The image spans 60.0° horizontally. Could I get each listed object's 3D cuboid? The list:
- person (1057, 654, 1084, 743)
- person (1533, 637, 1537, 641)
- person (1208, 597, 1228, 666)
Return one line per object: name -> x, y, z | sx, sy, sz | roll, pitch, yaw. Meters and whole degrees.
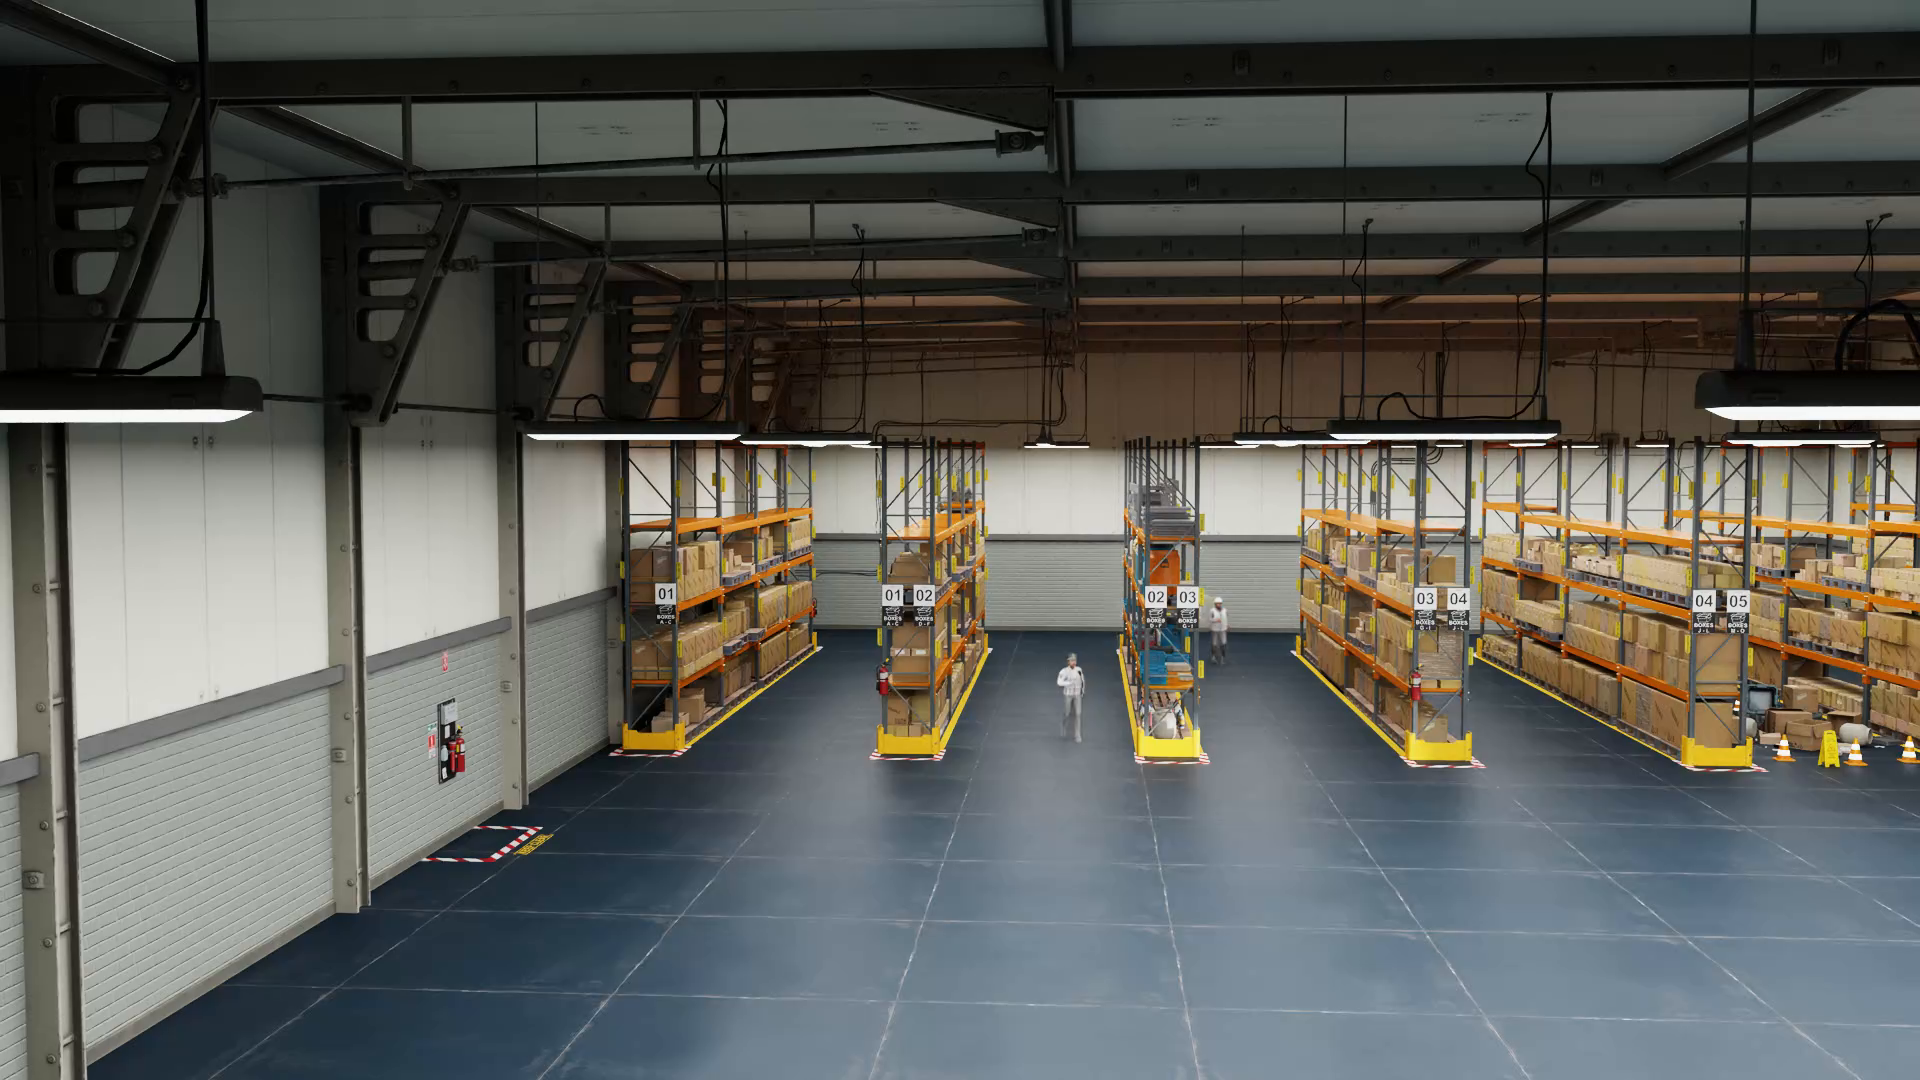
person -> 2.202, 3.098, 32.924 | 0.629, 1.717, 0.866 | -1, 3, -14
person -> 16.401, 2.399, 46.938 | 0.668, 1.670, 0.822 | -1, 3, -19
person -> 6.931, 2.452, 44.627 | 0.621, 1.833, 0.848 | 0, 3, -5
